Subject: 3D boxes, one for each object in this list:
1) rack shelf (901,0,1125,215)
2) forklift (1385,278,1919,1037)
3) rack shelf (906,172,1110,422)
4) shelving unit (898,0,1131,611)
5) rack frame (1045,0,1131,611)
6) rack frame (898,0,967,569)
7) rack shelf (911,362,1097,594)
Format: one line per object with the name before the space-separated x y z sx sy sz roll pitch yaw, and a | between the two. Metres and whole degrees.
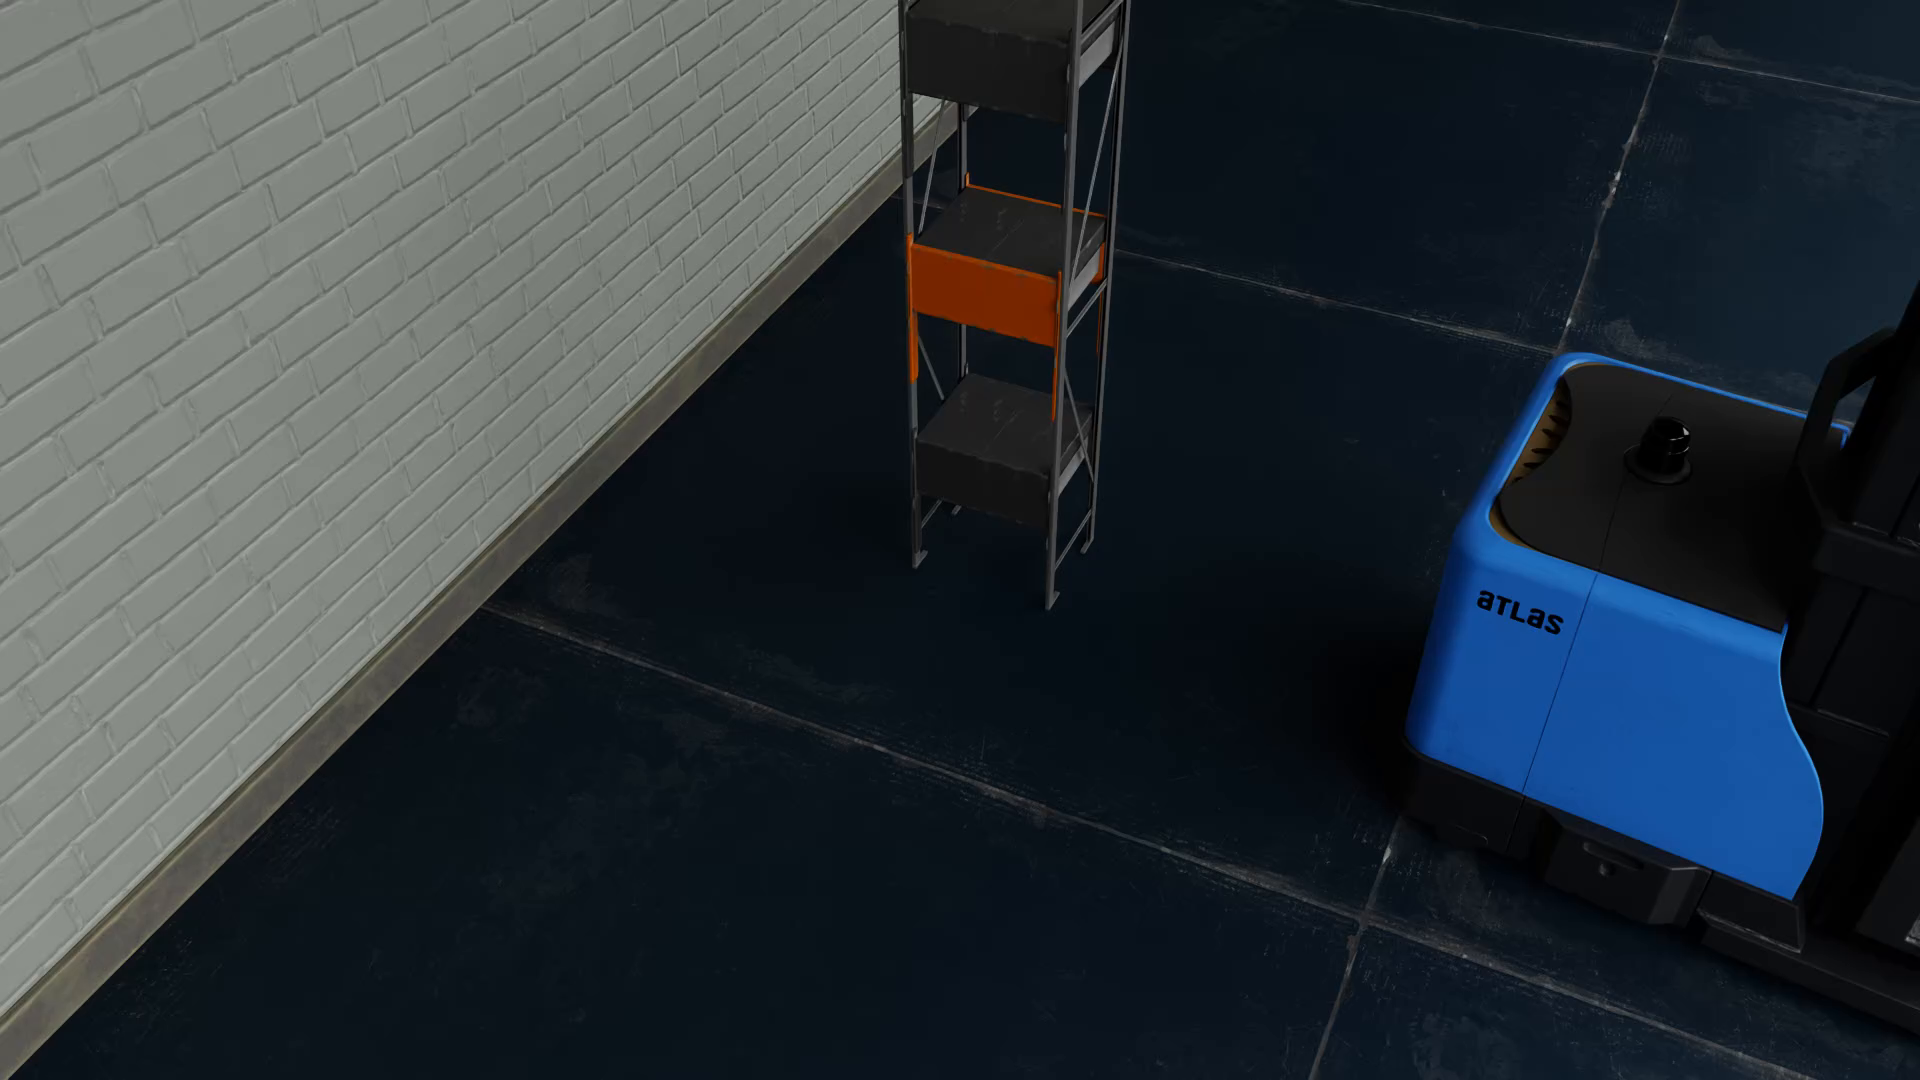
rack shelf | 0.150 -1.266 4.560 0.480 0.518 0.431 17 44 19
forklift | 2.760 -0.094 3.621 3.031 2.935 1.130 21 45 23
rack shelf | 0.150 -0.737 5.018 0.480 0.518 0.431 17 44 19
shelving unit | 0.150 -0.748 5.009 0.503 2.100 0.431 17 44 19
rack frame | 0.371 -0.680 4.931 0.015 2.100 0.400 17 44 19
rack frame | -0.071 -0.815 5.087 0.015 2.100 0.400 17 44 19
rack shelf | 0.150 -0.208 5.477 0.480 0.518 0.431 17 44 19
